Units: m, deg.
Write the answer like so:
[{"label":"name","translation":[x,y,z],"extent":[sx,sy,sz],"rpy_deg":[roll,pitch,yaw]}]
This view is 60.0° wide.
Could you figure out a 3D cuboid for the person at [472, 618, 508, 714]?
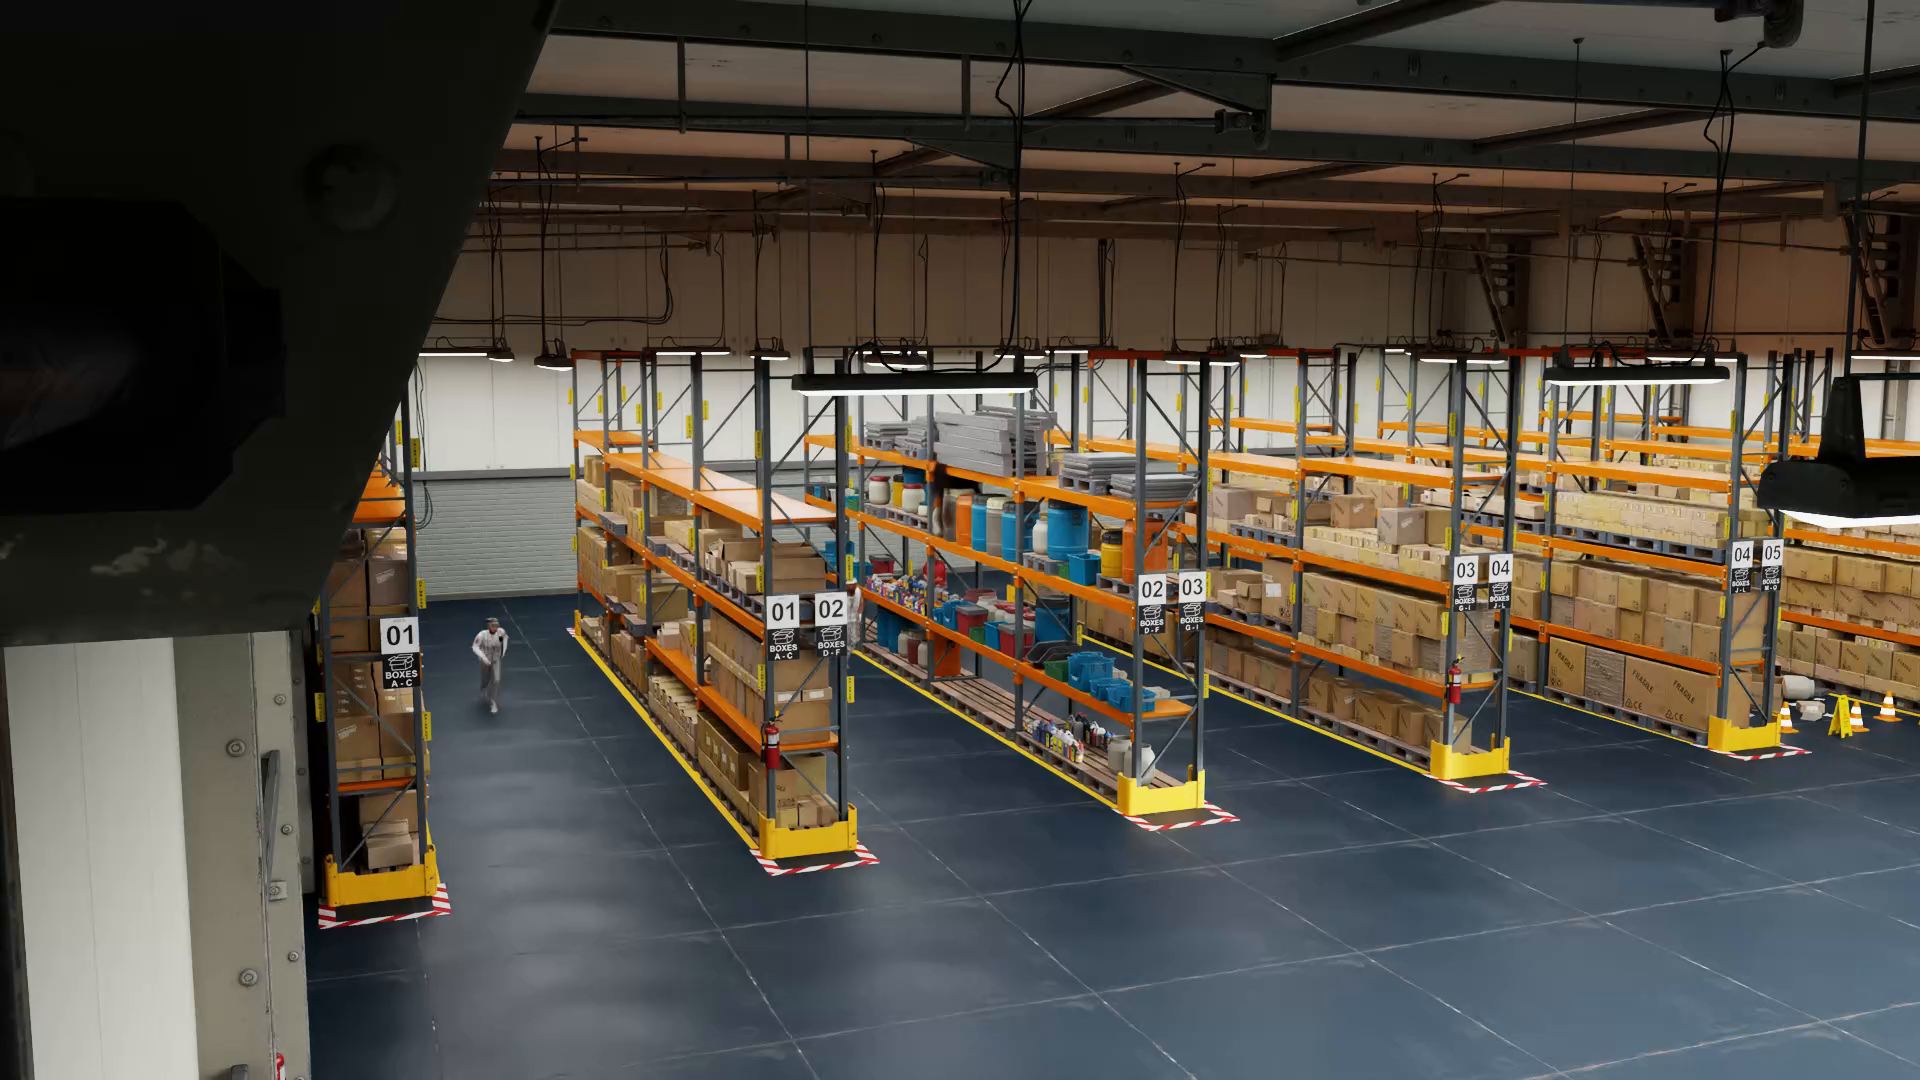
[{"label":"person","translation":[-7.968,2.064,28.138],"extent":[0.642,1.634,0.968],"rpy_deg":[-5,8,-33]}]

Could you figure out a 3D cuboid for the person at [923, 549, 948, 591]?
[{"label":"person","translation":[-0.505,1.077,35.531],"extent":[0.637,1.769,0.830],"rpy_deg":[-3,8,-24]}]

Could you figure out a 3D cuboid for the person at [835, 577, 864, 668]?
[{"label":"person","translation":[-2.076,1.465,30.161],"extent":[0.681,1.688,0.703],"rpy_deg":[-5,9,-35]}]
